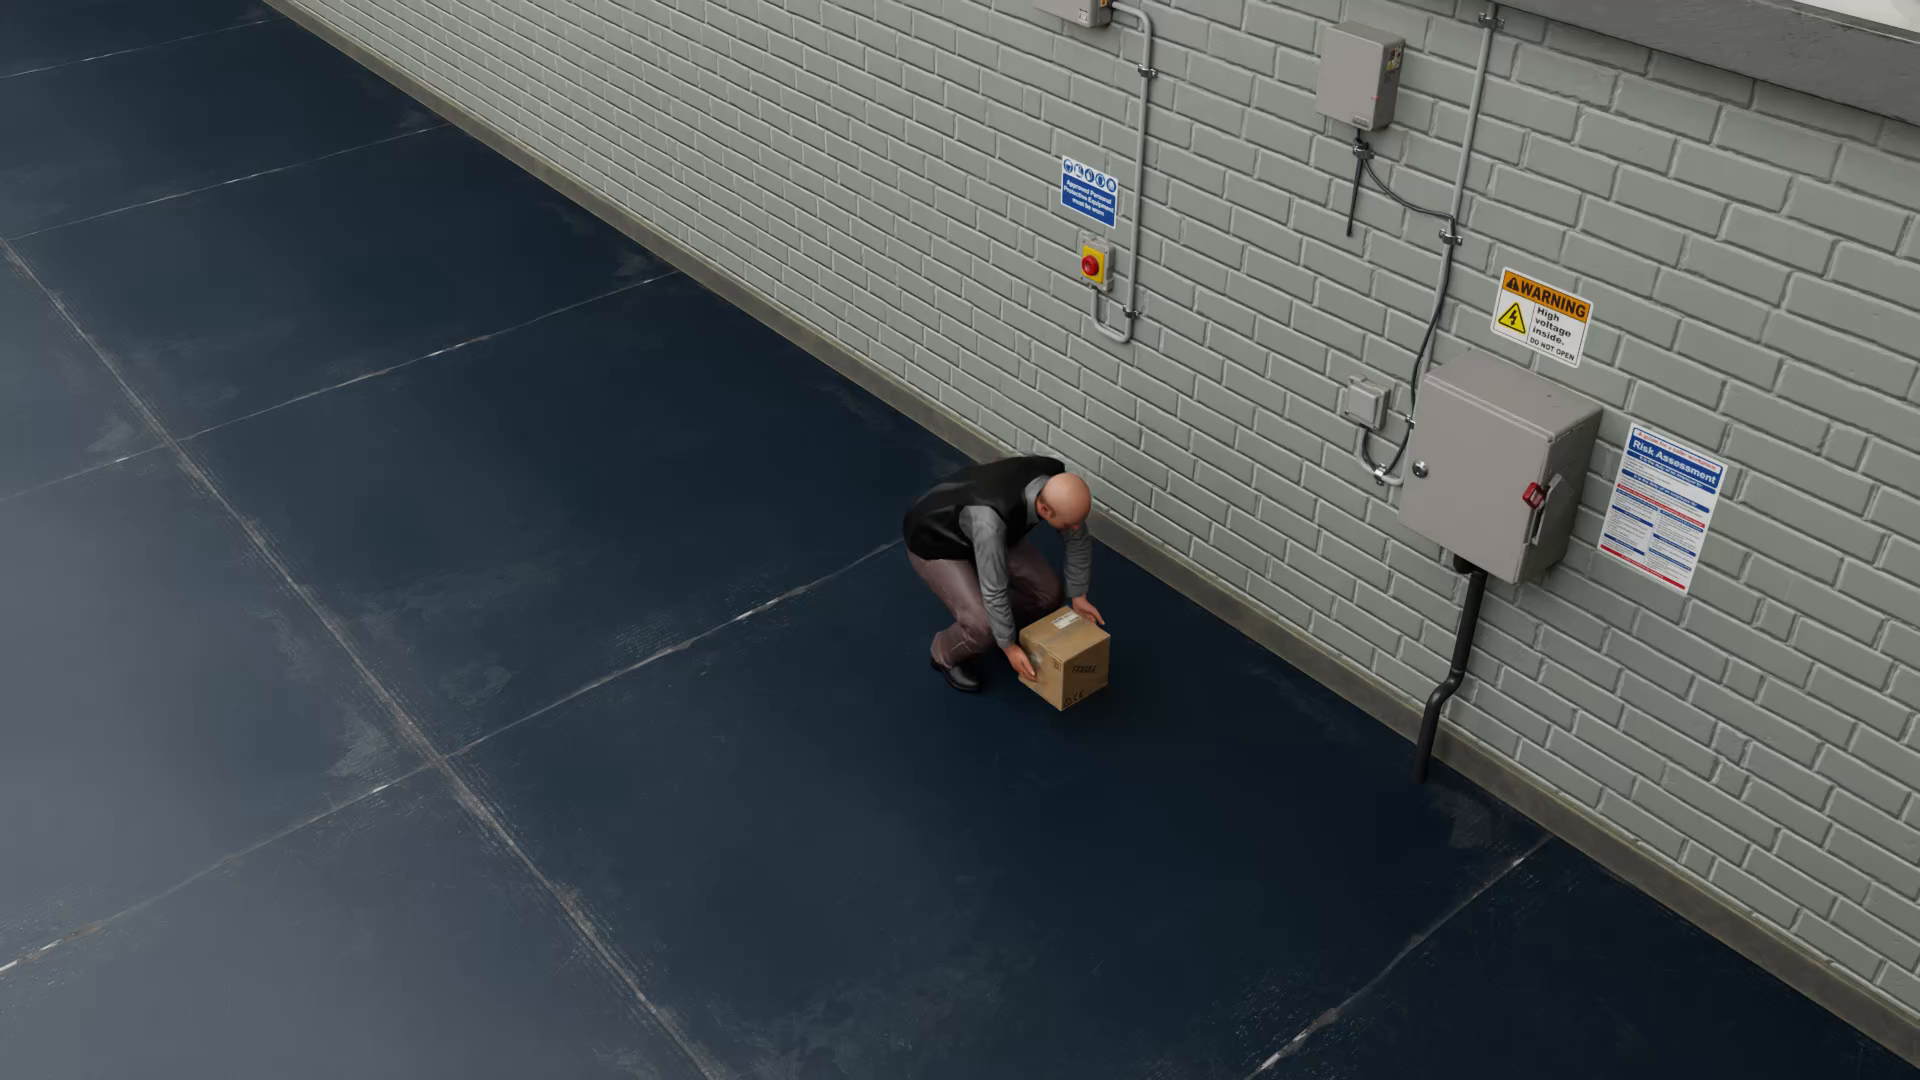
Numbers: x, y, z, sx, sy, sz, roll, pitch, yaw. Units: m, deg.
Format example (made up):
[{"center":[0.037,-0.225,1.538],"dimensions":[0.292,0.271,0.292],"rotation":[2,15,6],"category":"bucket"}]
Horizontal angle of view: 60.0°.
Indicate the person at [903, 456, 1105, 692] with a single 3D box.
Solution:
[{"center":[0.175,0.084,6.584],"dimensions":[0.560,1.104,0.824],"rotation":[-26,43,-32],"category":"person"}]
